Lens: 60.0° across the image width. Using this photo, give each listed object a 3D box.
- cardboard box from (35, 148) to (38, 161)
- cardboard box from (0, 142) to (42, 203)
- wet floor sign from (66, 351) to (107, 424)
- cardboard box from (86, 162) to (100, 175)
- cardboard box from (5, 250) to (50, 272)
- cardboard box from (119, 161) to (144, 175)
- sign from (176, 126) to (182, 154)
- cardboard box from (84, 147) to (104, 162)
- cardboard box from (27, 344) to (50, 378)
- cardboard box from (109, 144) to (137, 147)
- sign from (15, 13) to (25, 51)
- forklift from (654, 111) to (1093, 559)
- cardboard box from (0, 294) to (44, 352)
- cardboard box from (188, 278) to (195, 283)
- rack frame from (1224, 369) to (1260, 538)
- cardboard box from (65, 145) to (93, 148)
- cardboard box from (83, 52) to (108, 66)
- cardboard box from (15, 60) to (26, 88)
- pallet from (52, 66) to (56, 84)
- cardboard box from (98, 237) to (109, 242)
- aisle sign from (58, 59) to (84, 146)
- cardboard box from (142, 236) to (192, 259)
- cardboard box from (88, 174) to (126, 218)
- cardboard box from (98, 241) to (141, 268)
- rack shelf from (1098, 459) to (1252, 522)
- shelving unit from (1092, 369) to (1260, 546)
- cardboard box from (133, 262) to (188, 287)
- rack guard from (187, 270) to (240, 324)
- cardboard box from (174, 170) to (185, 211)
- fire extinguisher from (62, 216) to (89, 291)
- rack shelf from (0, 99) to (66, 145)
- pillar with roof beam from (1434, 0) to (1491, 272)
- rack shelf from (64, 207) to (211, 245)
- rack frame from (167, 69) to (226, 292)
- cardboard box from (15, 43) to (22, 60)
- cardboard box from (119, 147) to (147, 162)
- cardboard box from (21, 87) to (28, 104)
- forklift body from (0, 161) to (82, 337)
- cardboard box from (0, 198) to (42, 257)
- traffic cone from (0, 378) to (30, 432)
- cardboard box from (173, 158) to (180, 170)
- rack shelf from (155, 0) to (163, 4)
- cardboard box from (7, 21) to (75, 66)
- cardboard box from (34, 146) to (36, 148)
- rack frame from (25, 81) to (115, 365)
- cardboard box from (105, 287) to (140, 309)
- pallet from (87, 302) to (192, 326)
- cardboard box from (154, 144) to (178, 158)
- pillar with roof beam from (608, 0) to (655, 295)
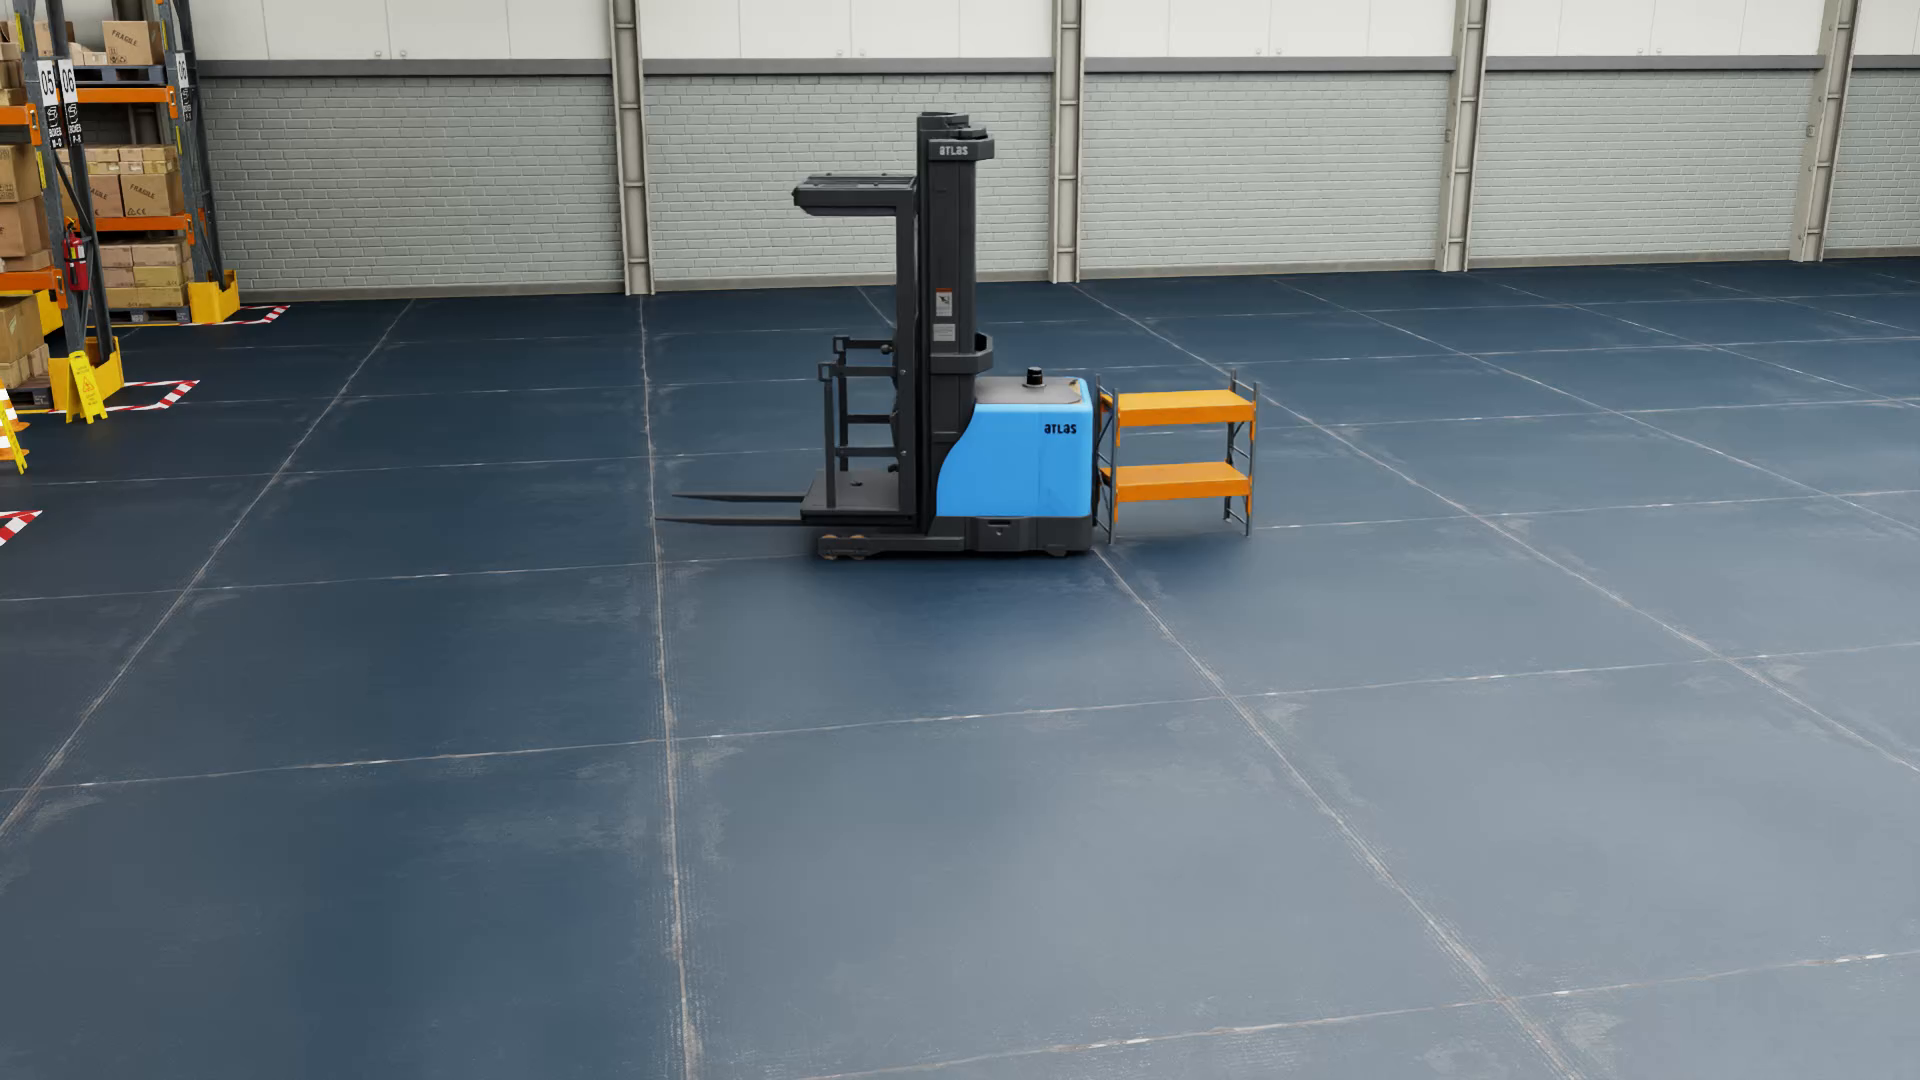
[{"bbox_3d":[-10.980,-4.592,19.873,0.250,0.149,0.380,-3,17,-9],"label":"cardboard box"},{"bbox_3d":[-8.949,-3.419,15.454,0.500,0.500,0.700,-4,17,-12],"label":"cardboard box"},{"bbox_3d":[-8.099,-1.419,15.333,0.232,0.644,0.267,3,17,9],"label":"wet floor sign"},{"bbox_3d":[-10.479,-4.501,20.081,0.250,0.149,0.380,-3,17,-11],"label":"cardboard box"},{"bbox_3d":[-8.816,-2.640,15.725,0.250,0.149,0.380,-3,17,-9],"label":"cardboard box"},{"bbox_3d":[-9.967,-4.508,20.105,0.250,0.149,0.380,-3,17,-10],"label":"cardboard box"},{"bbox_3d":[-9.345,-4.783,19.899,0.005,0.325,0.100,-3,17,-10],"label":"sign"},{"bbox_3d":[-10.493,-4.655,20.077,0.250,0.149,0.380,-3,17,-10],"label":"cardboard box"},{"bbox_3d":[-9.333,-1.764,16.412,0.500,0.250,0.500,-3,17,-11],"label":"cardboard box"},{"bbox_3d":[-10.324,-4.792,20.524,0.250,0.149,0.380,-3,17,-9],"label":"cardboard box"},{"bbox_3d":[-8.403,-4.538,14.862,0.005,0.325,0.100,-3,17,-10],"label":"sign"},{"bbox_3d":[-0.599,-1.423,11.451,3.031,2.935,1.130,0,17,1],"label":"forklift"},{"bbox_3d":[-9.357,-2.120,16.297,0.500,0.500,0.500,-4,17,-12],"label":"cardboard box"},{"bbox_3d":[-9.954,-3.188,21.052,0.500,0.250,0.500,-3,17,-10],"label":"cardboard box"},{"bbox_3d":[2.019,-0.625,11.931,0.032,1.125,0.500,-3,17,-11],"label":"rack frame"},{"bbox_3d":[-10.824,-4.761,20.422,0.250,0.149,0.380,-3,17,-9],"label":"cardboard box"},{"bbox_3d":[-10.190,-5.702,19.700,0.250,0.149,0.380,-4,17,-12],"label":"cardboard box"},{"bbox_3d":[-9.033,-4.396,15.654,0.500,0.250,0.500,-4,17,-11],"label":"cardboard box"},{"bbox_3d":[-11.334,-5.564,19.859,1.213,0.211,1.003,-3,17,-10],"label":"pallet"},{"bbox_3d":[-10.925,-3.612,20.726,0.500,0.250,0.500,-3,17,-11],"label":"cardboard box"},{"bbox_3d":[-8.487,-4.178,15.878,0.004,0.787,0.394,-3,17,-10],"label":"aisle sign"},{"bbox_3d":[-9.942,-3.665,20.901,0.500,0.250,0.500,-4,17,-11],"label":"cardboard box"},{"bbox_3d":[-10.379,-4.192,20.179,0.500,0.500,0.500,-3,17,-9],"label":"cardboard box"},{"bbox_3d":[-10.327,-3.492,20.336,0.500,0.250,0.500,-3,17,-9],"label":"cardboard box"},{"bbox_3d":[1.520,-0.362,11.908,1.000,0.278,0.538,-3,17,-11],"label":"rack shelf"},{"bbox_3d":[1.520,-0.596,11.837,1.048,1.125,0.538,-3,17,-11],"label":"shelving unit"},{"bbox_3d":[-9.853,-3.281,20.502,0.500,0.250,0.500,-3,17,-11],"label":"cardboard box"},{"bbox_3d":[-9.411,-3.080,20.987,0.348,0.500,1.175,-3,17,-10],"label":"rack guard"},{"bbox_3d":[-9.973,-4.373,20.771,0.500,0.500,0.500,-3,17,-9],"label":"cardboard box"},{"bbox_3d":[-8.289,-2.679,15.557,0.183,0.674,0.296,-3,17,-10],"label":"fire extinguisher"},{"bbox_3d":[-10.453,-3.821,15.260,4.000,0.370,1.077,-3,17,-10],"label":"rack shelf"},{"bbox_3d":[8.201,-7.123,19.678,0.400,9.000,9.100,-3,17,-10],"label":"pillar with roof beam"},{"bbox_3d":[-11.398,-3.818,20.358,4.000,0.370,1.077,-3,17,-10],"label":"rack shelf"},{"bbox_3d":[-9.434,-4.273,20.615,0.127,3.000,1.000,-3,17,-10],"label":"rack frame"},{"bbox_3d":[-8.877,-4.576,15.563,0.250,0.149,0.380,-3,17,-11],"label":"cardboard box"},{"bbox_3d":[-9.982,-4.670,20.125,0.250,0.149,0.380,-3,17,-10],"label":"cardboard box"},{"bbox_3d":[-8.876,-4.231,15.798,0.250,0.149,0.380,-3,17,-10],"label":"cardboard box"},{"bbox_3d":[-10.950,-3.236,18.684,1.214,2.155,2.313,-3,17,-10],"label":"forklift body"},{"bbox_3d":[-8.970,-2.923,15.542,0.500,0.500,0.500,-4,17,-11],"label":"cardboard box"},{"bbox_3d":[-8.666,-1.234,15.041,0.334,0.463,0.336,-3,17,-10],"label":"traffic cone"},{"bbox_3d":[-9.816,-4.687,20.687,0.250,0.149,0.380,-4,17,-12],"label":"cardboard box"},{"bbox_3d":[-11.398,-6.494,19.536,4.000,0.370,1.077,-3,17,-10],"label":"rack shelf"},{"bbox_3d":[-10.847,-5.880,19.683,0.500,0.500,0.700,-3,17,-10],"label":"cardboard box"},{"bbox_3d":[-11.329,-4.738,20.348,0.250,0.149,0.380,-3,17,-10],"label":"cardboard box"},{"bbox_3d":[-8.489,-2.842,15.957,0.127,3.000,1.000,-3,17,-10],"label":"rack frame"},{"bbox_3d":[-10.326,-3.017,20.494,0.500,0.250,0.500,-3,17,-10],"label":"cardboard box"},{"bbox_3d":[-10.177,-2.885,20.847,1.213,0.211,1.003,-3,17,-10],"label":"pallet"},{"bbox_3d":[-9.805,-4.816,20.601,0.250,0.149,0.380,-4,17,-12],"label":"cardboard box"},{"bbox_3d":[-3.581,-6.455,17.502,0.400,9.000,9.100,-3,17,-10],"label":"pillar with roof beam"}]
